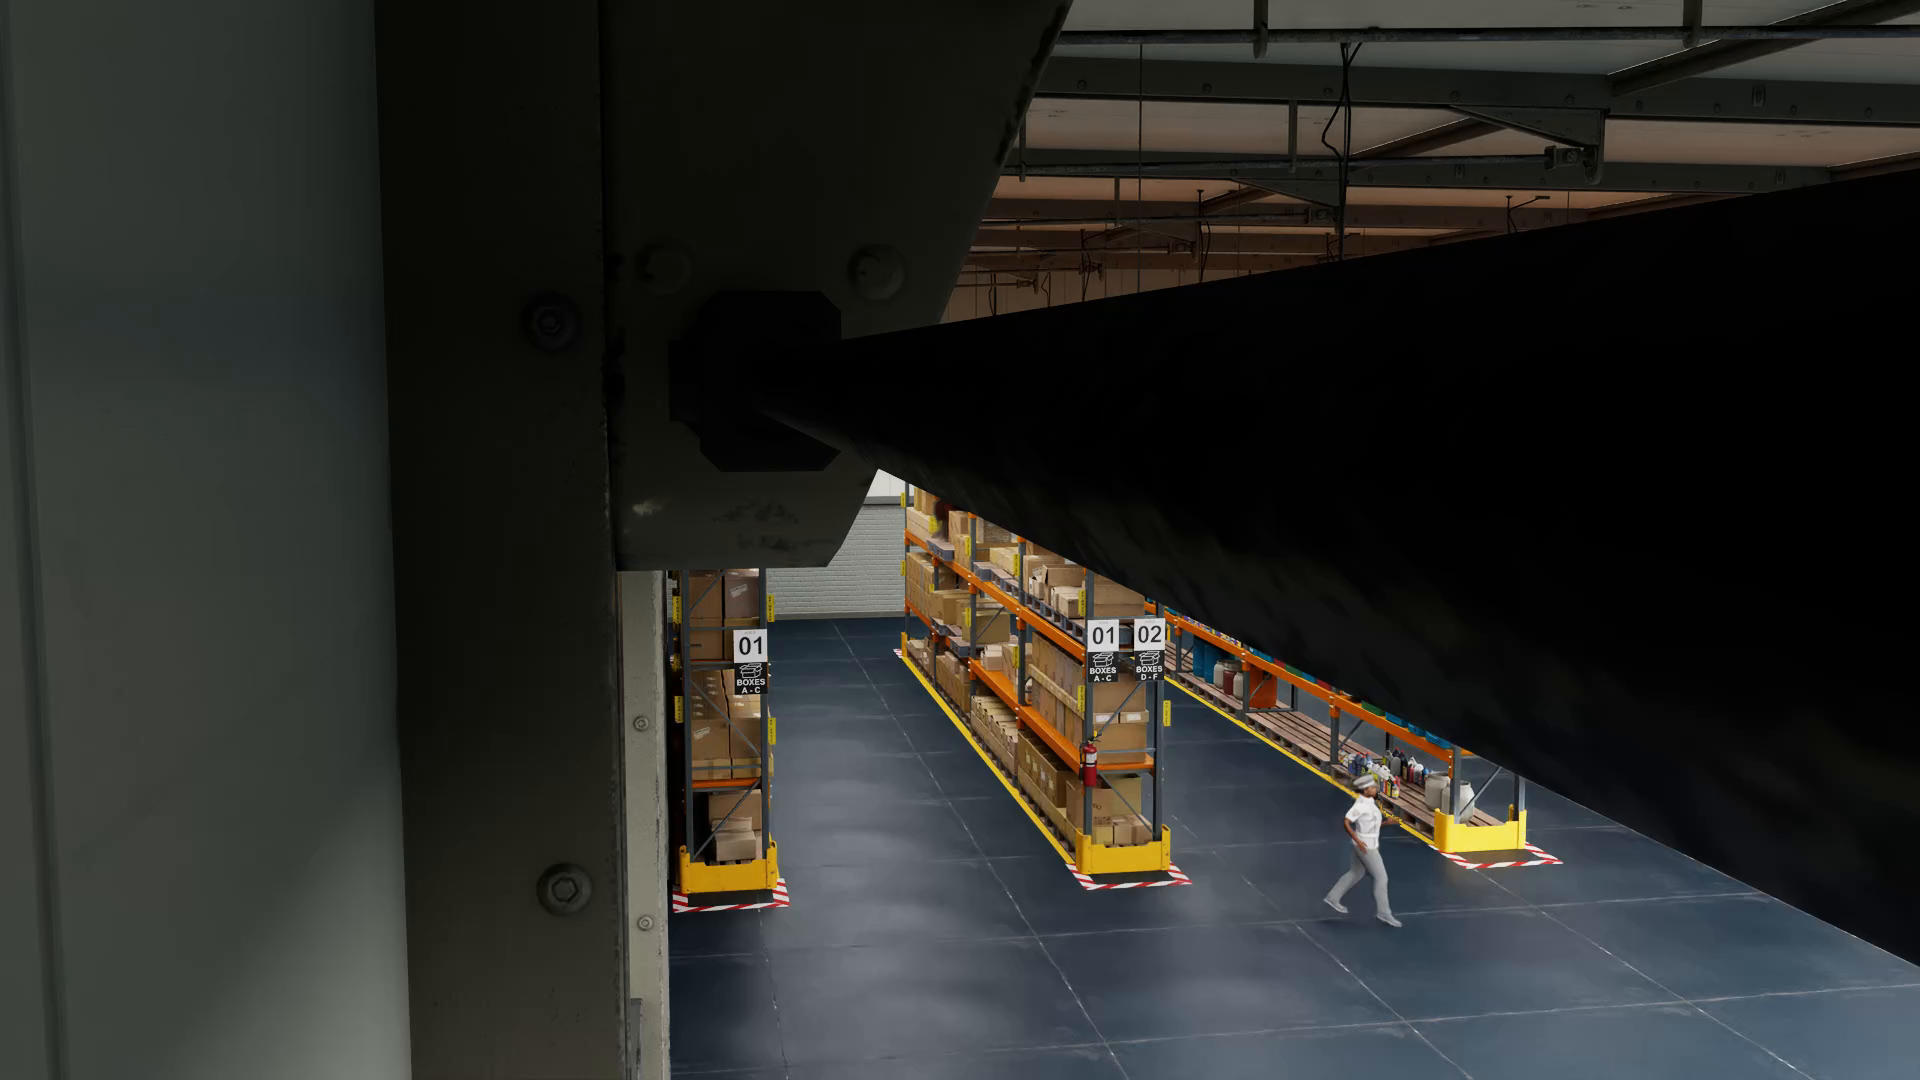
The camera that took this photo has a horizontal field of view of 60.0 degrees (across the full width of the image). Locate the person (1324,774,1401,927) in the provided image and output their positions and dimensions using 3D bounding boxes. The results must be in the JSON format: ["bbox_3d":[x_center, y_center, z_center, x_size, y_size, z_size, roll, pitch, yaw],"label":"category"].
[{"bbox_3d":[4.603,3.513,18.950,0.867,1.730,0.562,1,6,12],"label":"person"}]
